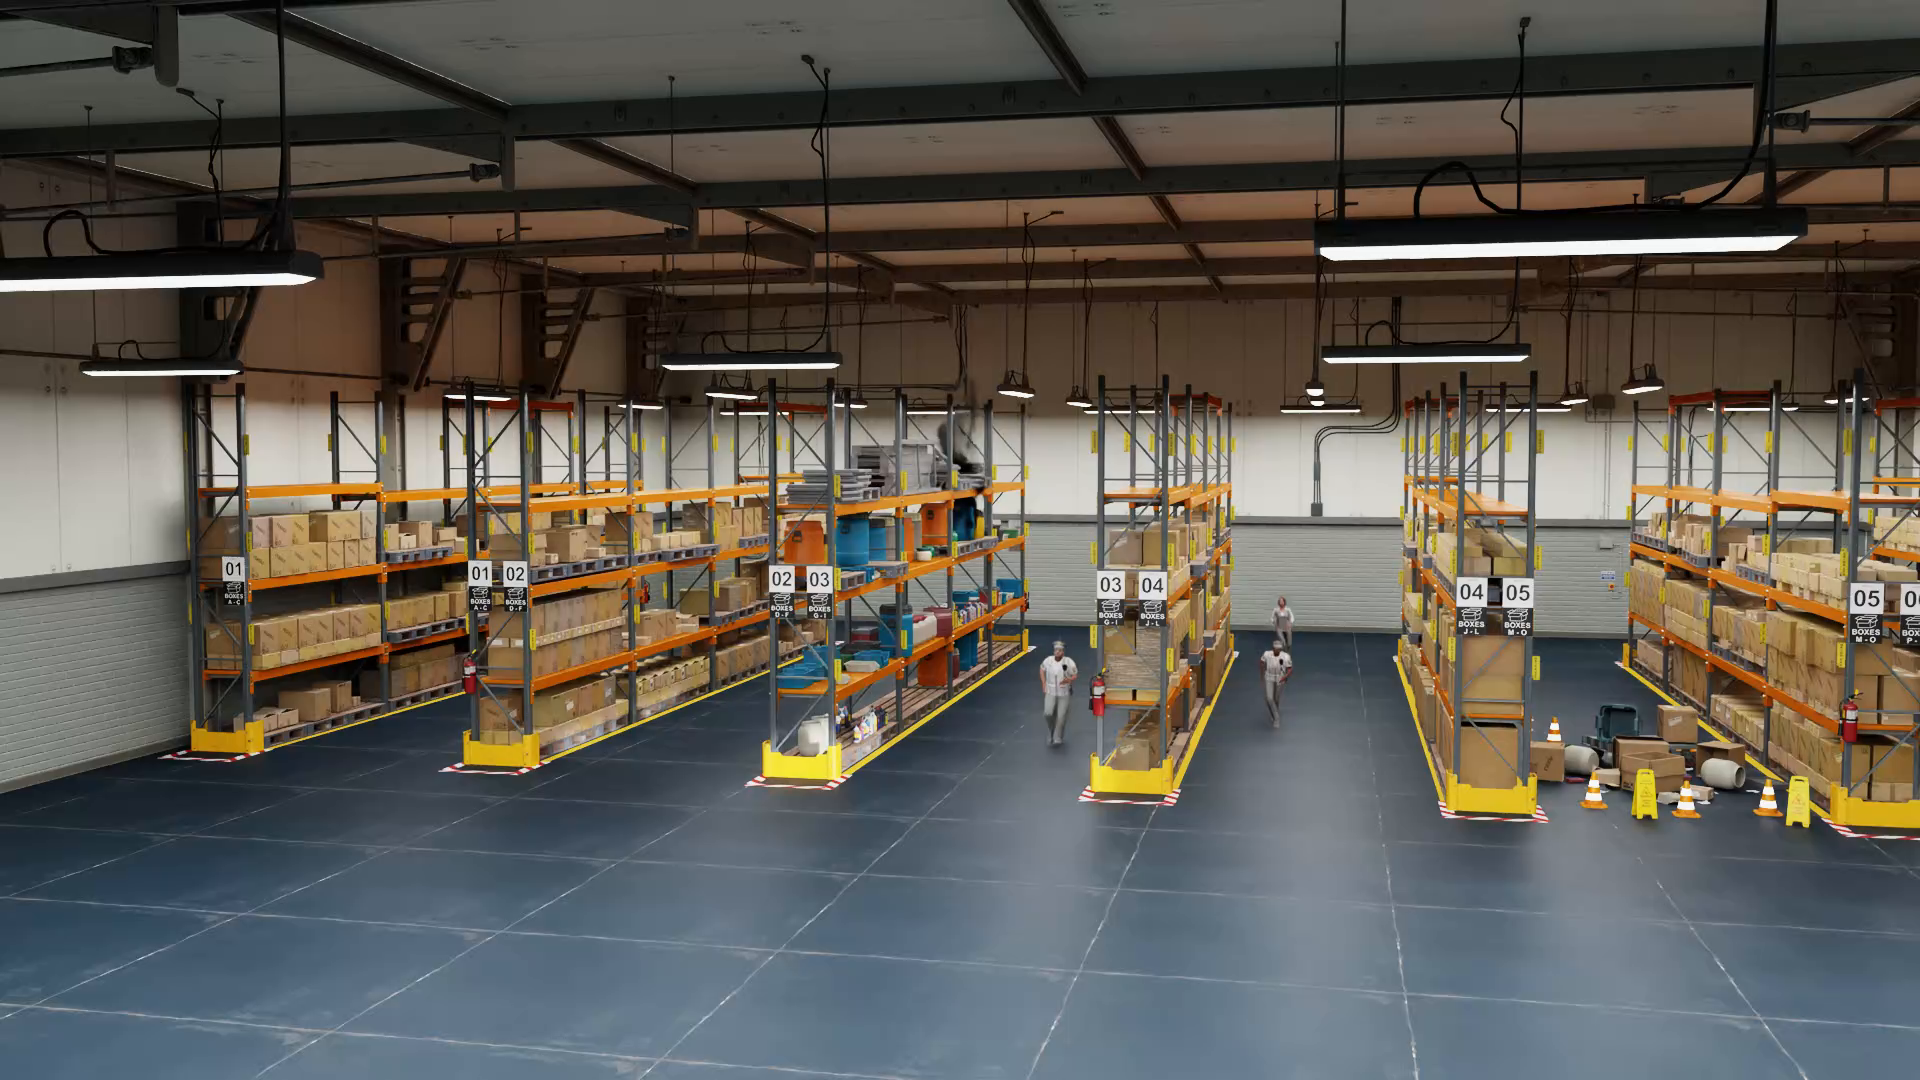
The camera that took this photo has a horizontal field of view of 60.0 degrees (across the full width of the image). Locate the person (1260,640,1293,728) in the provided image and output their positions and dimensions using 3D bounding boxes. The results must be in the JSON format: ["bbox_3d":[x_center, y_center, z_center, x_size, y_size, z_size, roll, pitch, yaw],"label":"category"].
[{"bbox_3d":[5.657,2.547,29.766,0.576,1.596,0.943,1,3,10],"label":"person"}]

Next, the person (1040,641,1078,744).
[{"bbox_3d":[1.628,2.541,27.629,0.655,1.746,0.694,1,3,10],"label":"person"}]

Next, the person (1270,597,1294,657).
[{"bbox_3d":[7.344,2.072,37.898,0.533,1.551,0.563,0,3,5],"label":"person"}]
